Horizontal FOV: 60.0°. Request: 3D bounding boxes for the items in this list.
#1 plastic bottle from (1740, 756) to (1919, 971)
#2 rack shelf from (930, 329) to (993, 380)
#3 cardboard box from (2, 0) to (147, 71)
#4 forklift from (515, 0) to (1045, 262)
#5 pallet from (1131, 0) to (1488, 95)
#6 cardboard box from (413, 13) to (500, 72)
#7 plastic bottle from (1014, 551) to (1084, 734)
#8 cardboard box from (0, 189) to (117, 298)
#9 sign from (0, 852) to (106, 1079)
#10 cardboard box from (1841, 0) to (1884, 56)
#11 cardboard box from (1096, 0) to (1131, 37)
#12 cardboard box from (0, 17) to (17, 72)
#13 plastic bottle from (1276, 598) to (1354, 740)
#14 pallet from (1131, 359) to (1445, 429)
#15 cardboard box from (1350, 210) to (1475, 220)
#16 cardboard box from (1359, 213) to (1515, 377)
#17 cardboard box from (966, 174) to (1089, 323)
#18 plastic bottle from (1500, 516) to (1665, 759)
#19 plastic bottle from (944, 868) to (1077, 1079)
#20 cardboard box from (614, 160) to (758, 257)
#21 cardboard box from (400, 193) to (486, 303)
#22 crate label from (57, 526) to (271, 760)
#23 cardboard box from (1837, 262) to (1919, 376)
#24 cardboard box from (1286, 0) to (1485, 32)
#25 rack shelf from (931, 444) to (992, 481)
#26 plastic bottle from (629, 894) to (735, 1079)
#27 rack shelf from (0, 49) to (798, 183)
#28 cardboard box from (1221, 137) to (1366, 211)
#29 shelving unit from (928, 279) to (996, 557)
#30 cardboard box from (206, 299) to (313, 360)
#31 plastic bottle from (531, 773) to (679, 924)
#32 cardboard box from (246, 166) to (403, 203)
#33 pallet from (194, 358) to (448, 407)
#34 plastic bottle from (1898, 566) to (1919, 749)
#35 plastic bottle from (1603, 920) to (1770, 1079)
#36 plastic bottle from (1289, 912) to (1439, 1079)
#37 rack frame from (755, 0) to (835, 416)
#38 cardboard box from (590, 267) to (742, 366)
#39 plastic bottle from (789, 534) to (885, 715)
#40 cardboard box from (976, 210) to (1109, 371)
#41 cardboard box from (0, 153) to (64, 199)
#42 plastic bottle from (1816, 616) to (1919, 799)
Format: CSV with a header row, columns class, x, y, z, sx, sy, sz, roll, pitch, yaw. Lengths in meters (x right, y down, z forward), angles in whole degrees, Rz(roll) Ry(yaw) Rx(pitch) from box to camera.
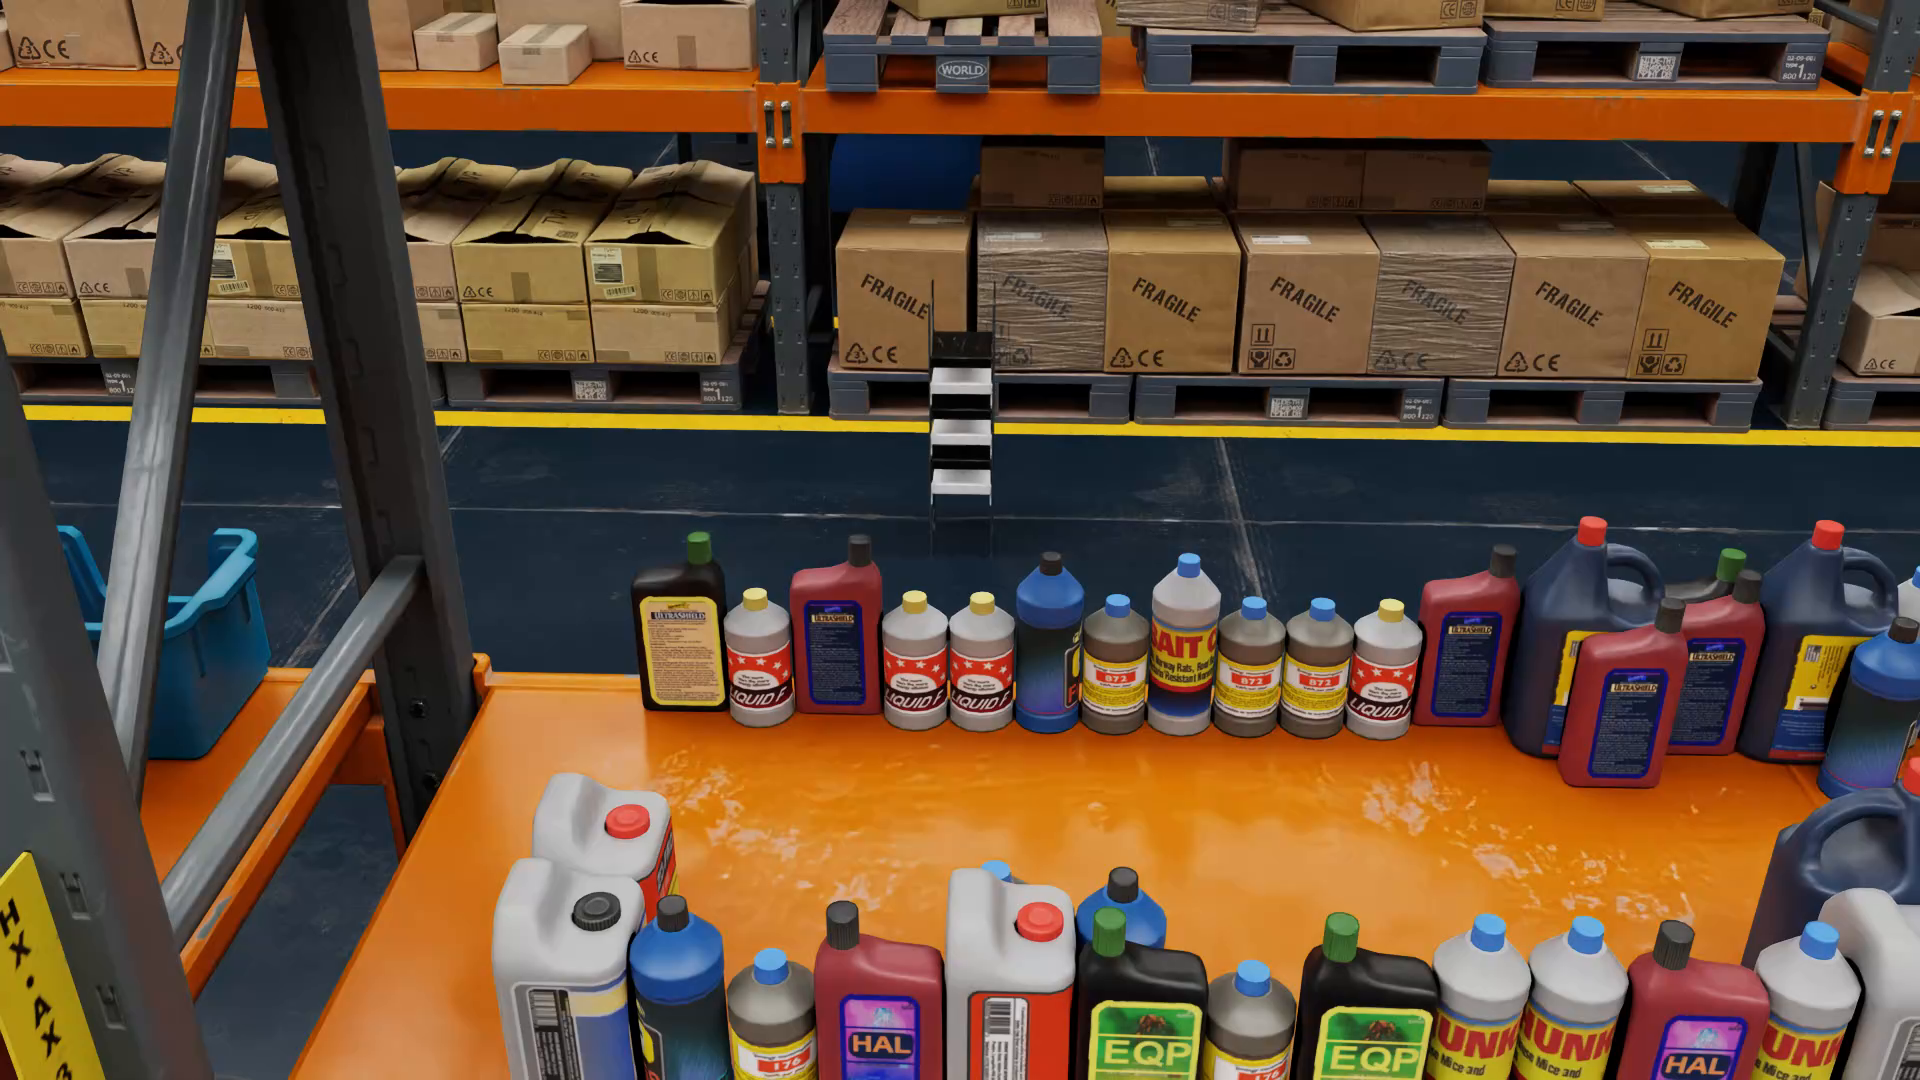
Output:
class,x,y,z,sx,sy,sz,roll,pitch,yaw
plastic bottle,1.008,0.395,1.854,0.185,0.351,0.144,1,28,2
rack shelf,0.008,-0.607,5.428,0.200,0.077,0.258,1,28,2
cardboard box,-3.355,-2.139,6.475,0.500,0.500,0.500,3,28,5
forklift,-0.998,-2.887,8.067,3.031,2.935,1.130,4,28,8
pallet,1.292,-1.943,6.417,1.213,0.211,1.003,1,28,2
cardboard box,-1.928,-1.941,6.477,0.250,0.149,0.380,3,28,6
plastic bottle,0.129,0.142,2.416,0.097,0.271,0.097,0,28,0
cardboard box,-3.744,-1.208,6.715,0.500,0.311,0.500,1,28,1
sign,-0.842,0.447,1.531,0.005,0.325,0.100,1,28,2
cardboard box,3.855,-2.147,6.491,0.500,0.500,0.500,1,28,3
cardboard box,1.125,-3.521,11.036,0.750,0.750,0.750,1,28,2
cardboard box,-3.770,-1.902,6.404,0.250,0.149,0.380,1,28,2
plastic bottle,0.519,0.180,2.420,0.097,0.201,0.097,0,28,0
pallet,1.310,-0.774,6.985,1.213,0.211,1.003,1,28,2
cardboard box,1.839,-1.219,7.046,0.500,0.500,0.500,1,28,2
cardboard box,1.848,-0.976,6.587,0.500,0.500,0.500,1,28,2
cardboard box,0.292,-1.242,7.089,0.500,0.500,0.500,2,28,4
plastic bottle,0.889,0.131,2.353,0.185,0.351,0.144,1,28,2
plastic bottle,0.054,0.482,1.771,0.135,0.276,0.152,1,28,2
cardboard box,-1.164,-1.422,7.119,0.500,0.311,0.500,2,28,4
cardboard box,-2.207,-1.184,6.670,0.500,0.311,0.500,1,28,1
crate label,-1.238,0.153,2.438,0.416,0.233,0.303,1,28,2
cardboard box,3.758,-0.890,6.626,0.500,0.311,0.500,1,28,2
cardboard box,1.578,-2.221,6.183,0.500,0.500,0.700,-6,29,-11
rack shelf,0.008,-0.288,5.597,0.200,0.077,0.258,1,28,2
plastic bottle,-0.294,0.491,1.758,0.097,0.271,0.097,0,28,0
rack shelf,-2.650,-1.773,6.659,4.000,0.370,1.077,1,28,2
cardboard box,1.371,-1.559,6.887,0.500,0.250,0.500,0,28,1
shelving unit,0.008,-0.397,5.539,0.210,0.900,0.258,1,28,2
cardboard box,-2.718,-0.946,6.820,0.500,0.250,0.500,1,28,3
plastic bottle,-0.403,0.403,1.919,0.135,0.276,0.152,1,28,2
cardboard box,-2.713,-1.444,7.161,0.500,0.311,0.500,1,28,1
pallet,-2.689,-0.879,7.182,1.213,0.211,1.003,1,28,2
plastic bottle,1.349,0.163,2.378,0.097,0.271,0.097,0,28,0
plastic bottle,0.744,0.511,1.707,0.133,0.283,0.061,1,28,2
plastic bottle,0.417,0.506,1.717,0.133,0.283,0.061,1,28,2
rack frame,-0.651,-2.057,6.429,0.127,3.000,1.000,1,28,2
cardboard box,-1.186,-0.923,6.775,0.500,0.250,0.500,2,28,3
plastic bottle,-0.180,0.123,2.439,0.133,0.283,0.061,1,28,2
cardboard box,0.317,-1.000,6.633,0.500,0.500,0.500,0,28,0
cardboard box,-4.234,-1.470,7.208,0.500,0.311,0.500,1,28,2
plastic bottle,1.247,0.228,2.254,0.097,0.271,0.097,0,28,0
